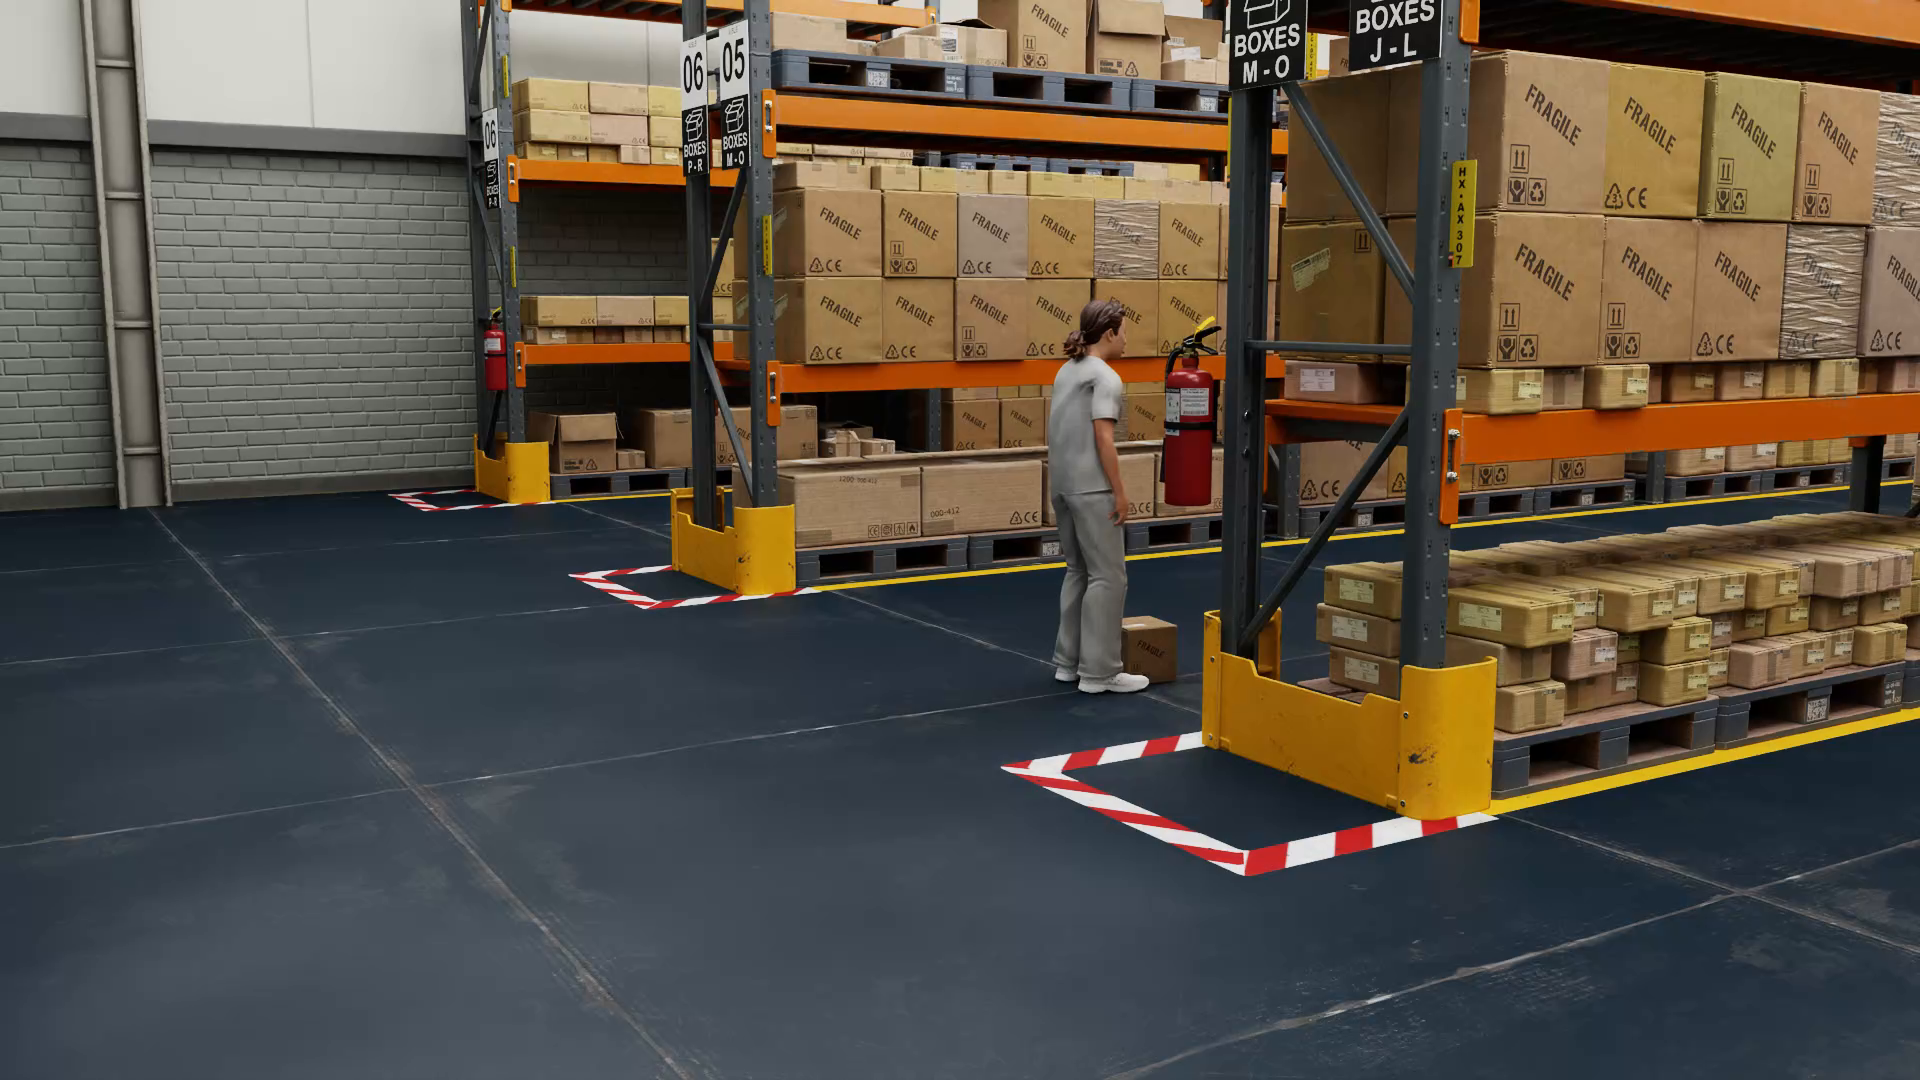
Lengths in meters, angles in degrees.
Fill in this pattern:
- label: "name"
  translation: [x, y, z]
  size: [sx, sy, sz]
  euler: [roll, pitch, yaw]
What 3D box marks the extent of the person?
- label: "person"
  translation: [0.572, -0.198, 7.199]
  size: [0.359, 1.673, 0.486]
  euler: [-3, 9, -22]
